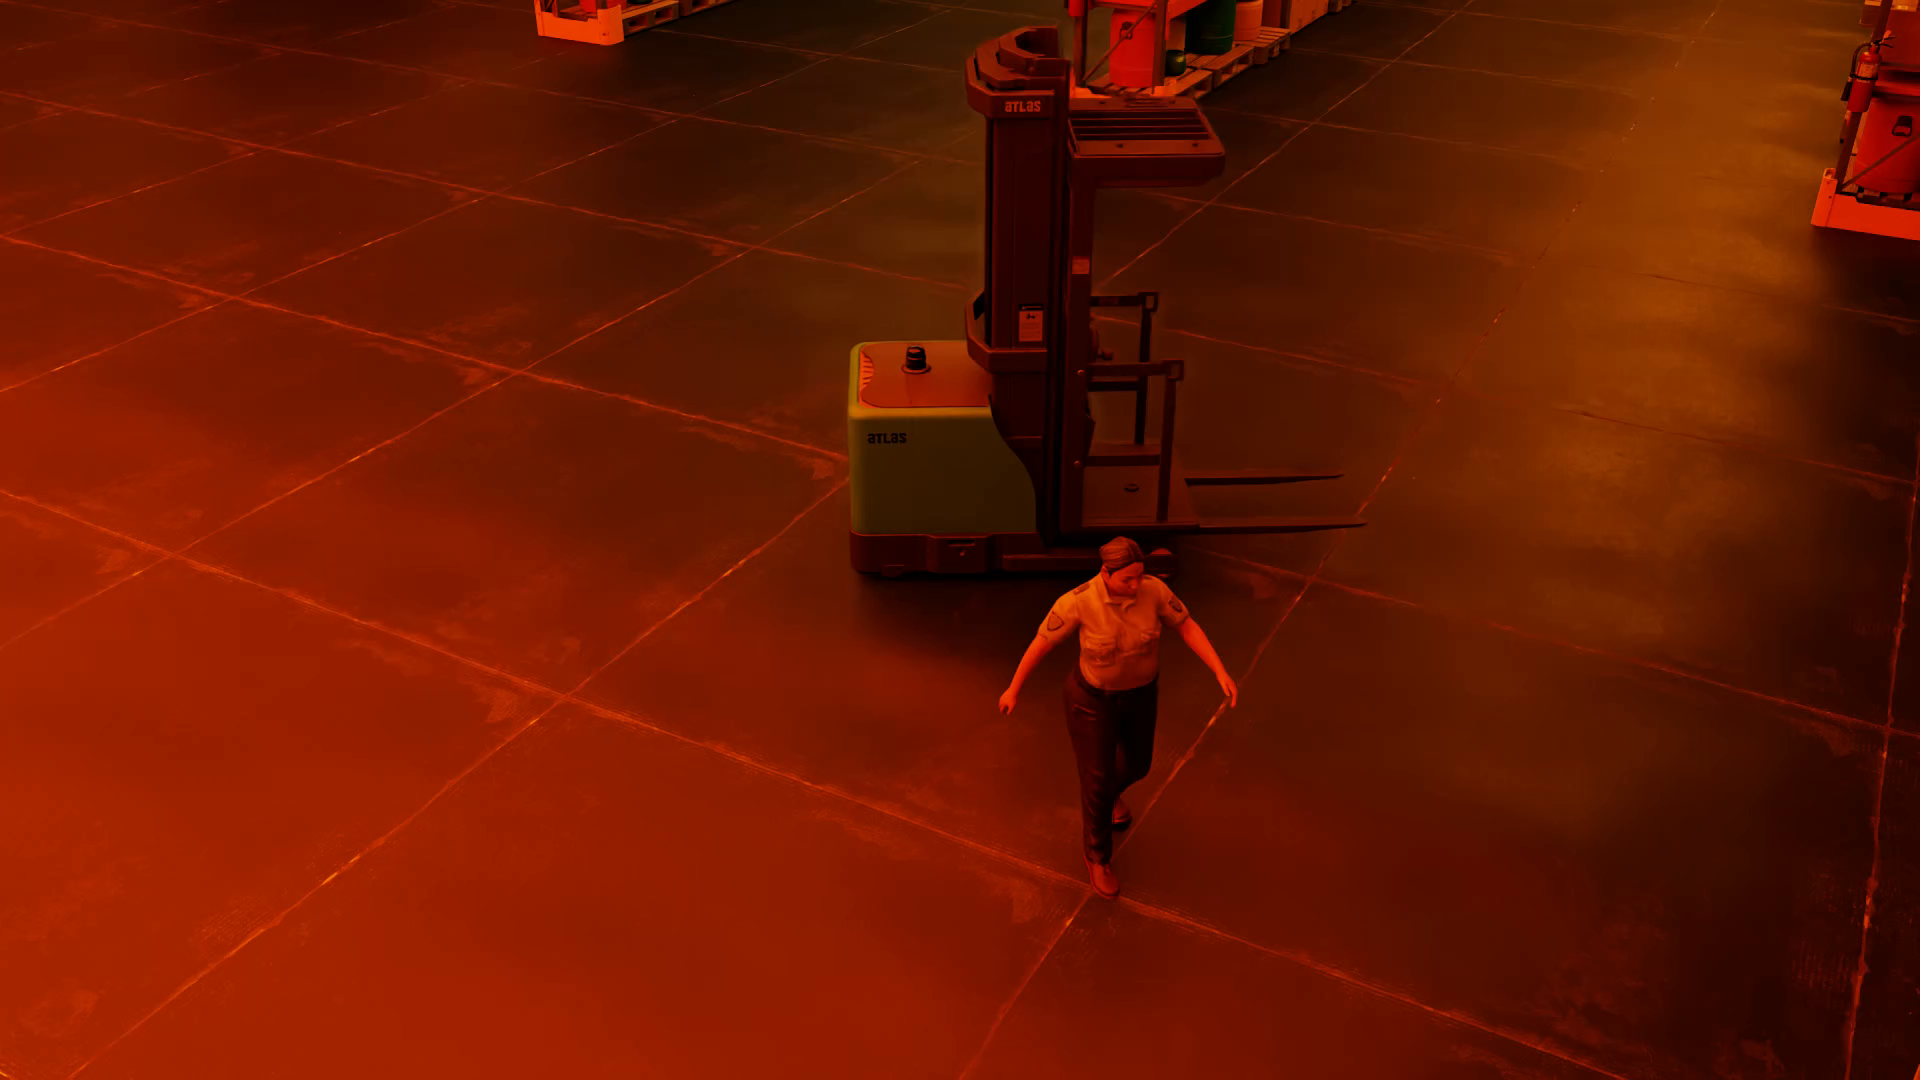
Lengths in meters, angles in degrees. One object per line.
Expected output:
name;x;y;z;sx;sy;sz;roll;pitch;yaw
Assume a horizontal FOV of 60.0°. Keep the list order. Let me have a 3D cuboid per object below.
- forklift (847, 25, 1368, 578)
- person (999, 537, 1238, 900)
forklift;0.865;-1.312;9.343;3.031;2.935;1.130;-1;30;-2
person;0.649;0.708;7.169;0.884;1.631;0.718;-9;31;-16
